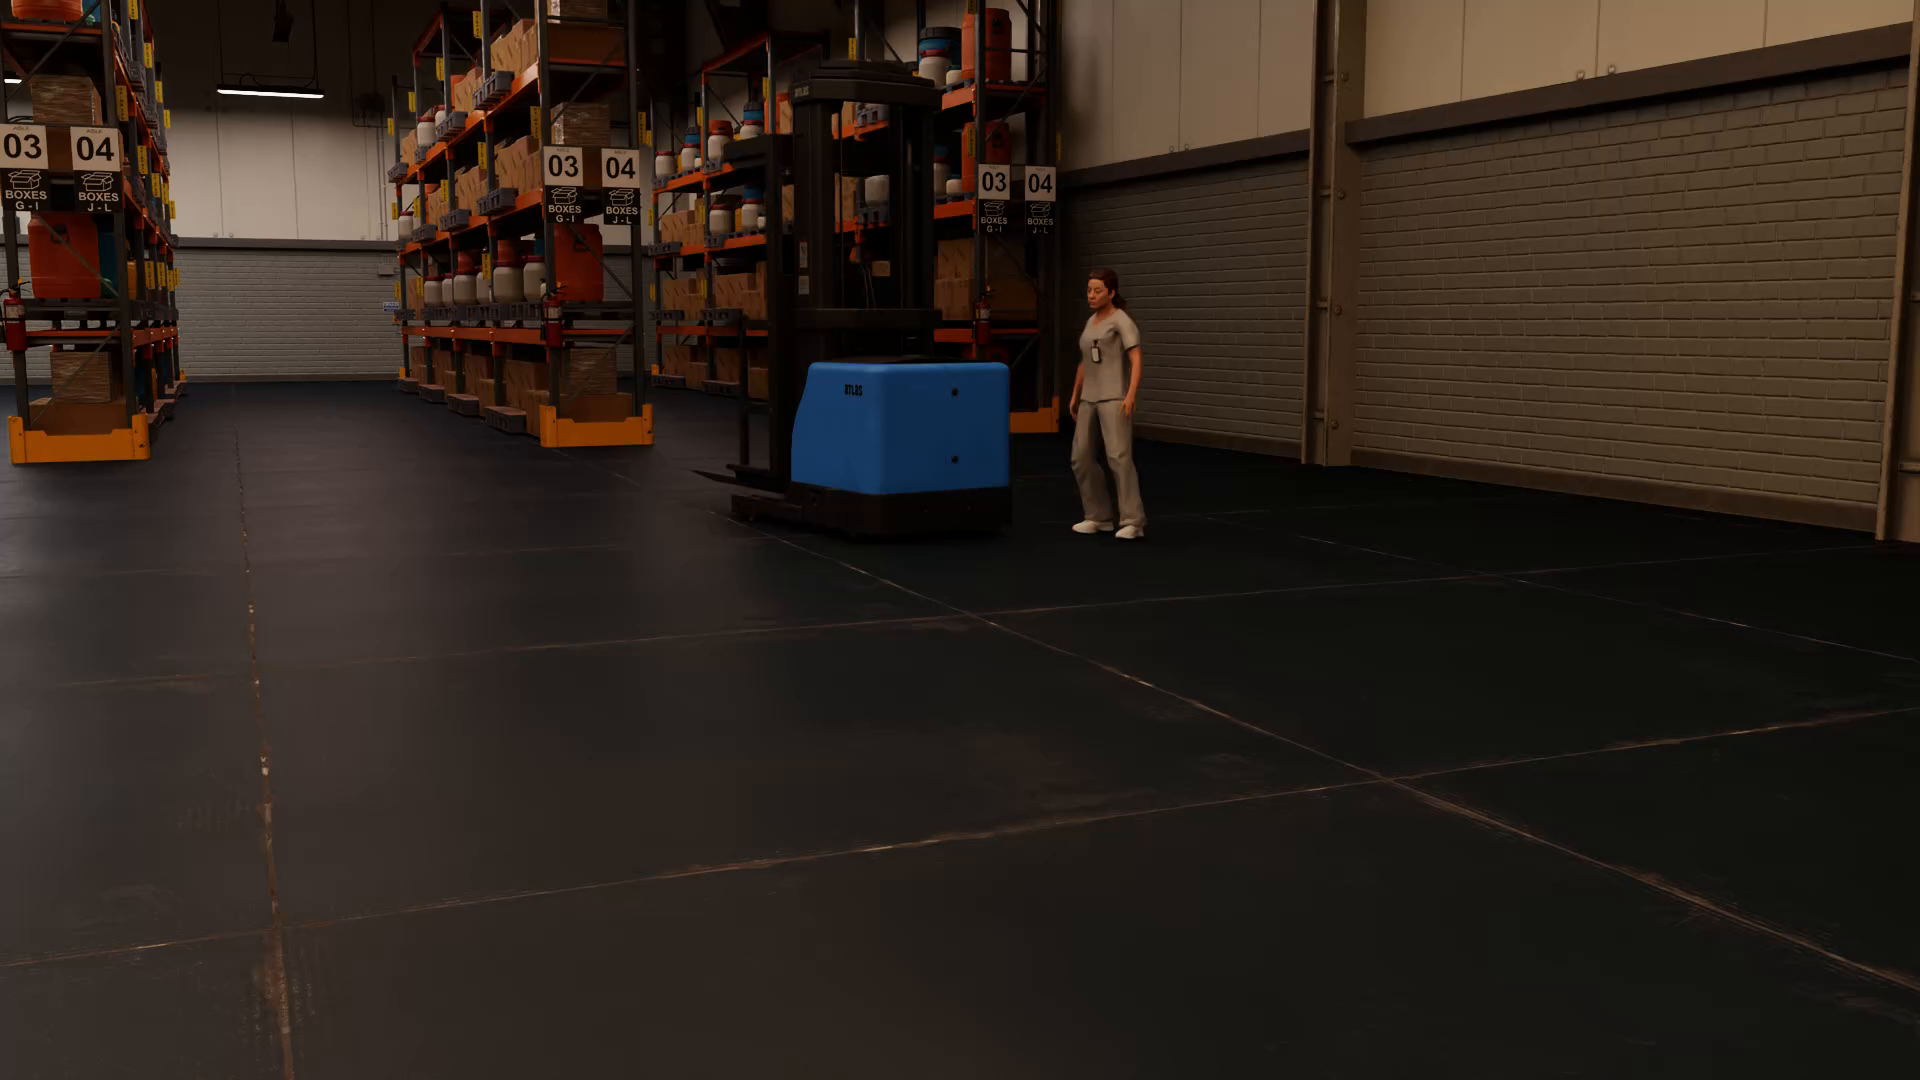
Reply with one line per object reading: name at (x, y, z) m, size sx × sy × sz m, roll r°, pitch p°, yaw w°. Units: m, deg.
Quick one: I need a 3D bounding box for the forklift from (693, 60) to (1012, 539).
forklift at (-0.894, -1.609, 11.142) m, size 1.130 × 2.935 × 3.031 m, roll -5°, pitch 9°, yaw -32°

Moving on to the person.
person at (0.907, -0.852, 10.313) m, size 0.327 × 1.650 × 0.679 m, roll -5°, pitch 9°, yaw -35°
